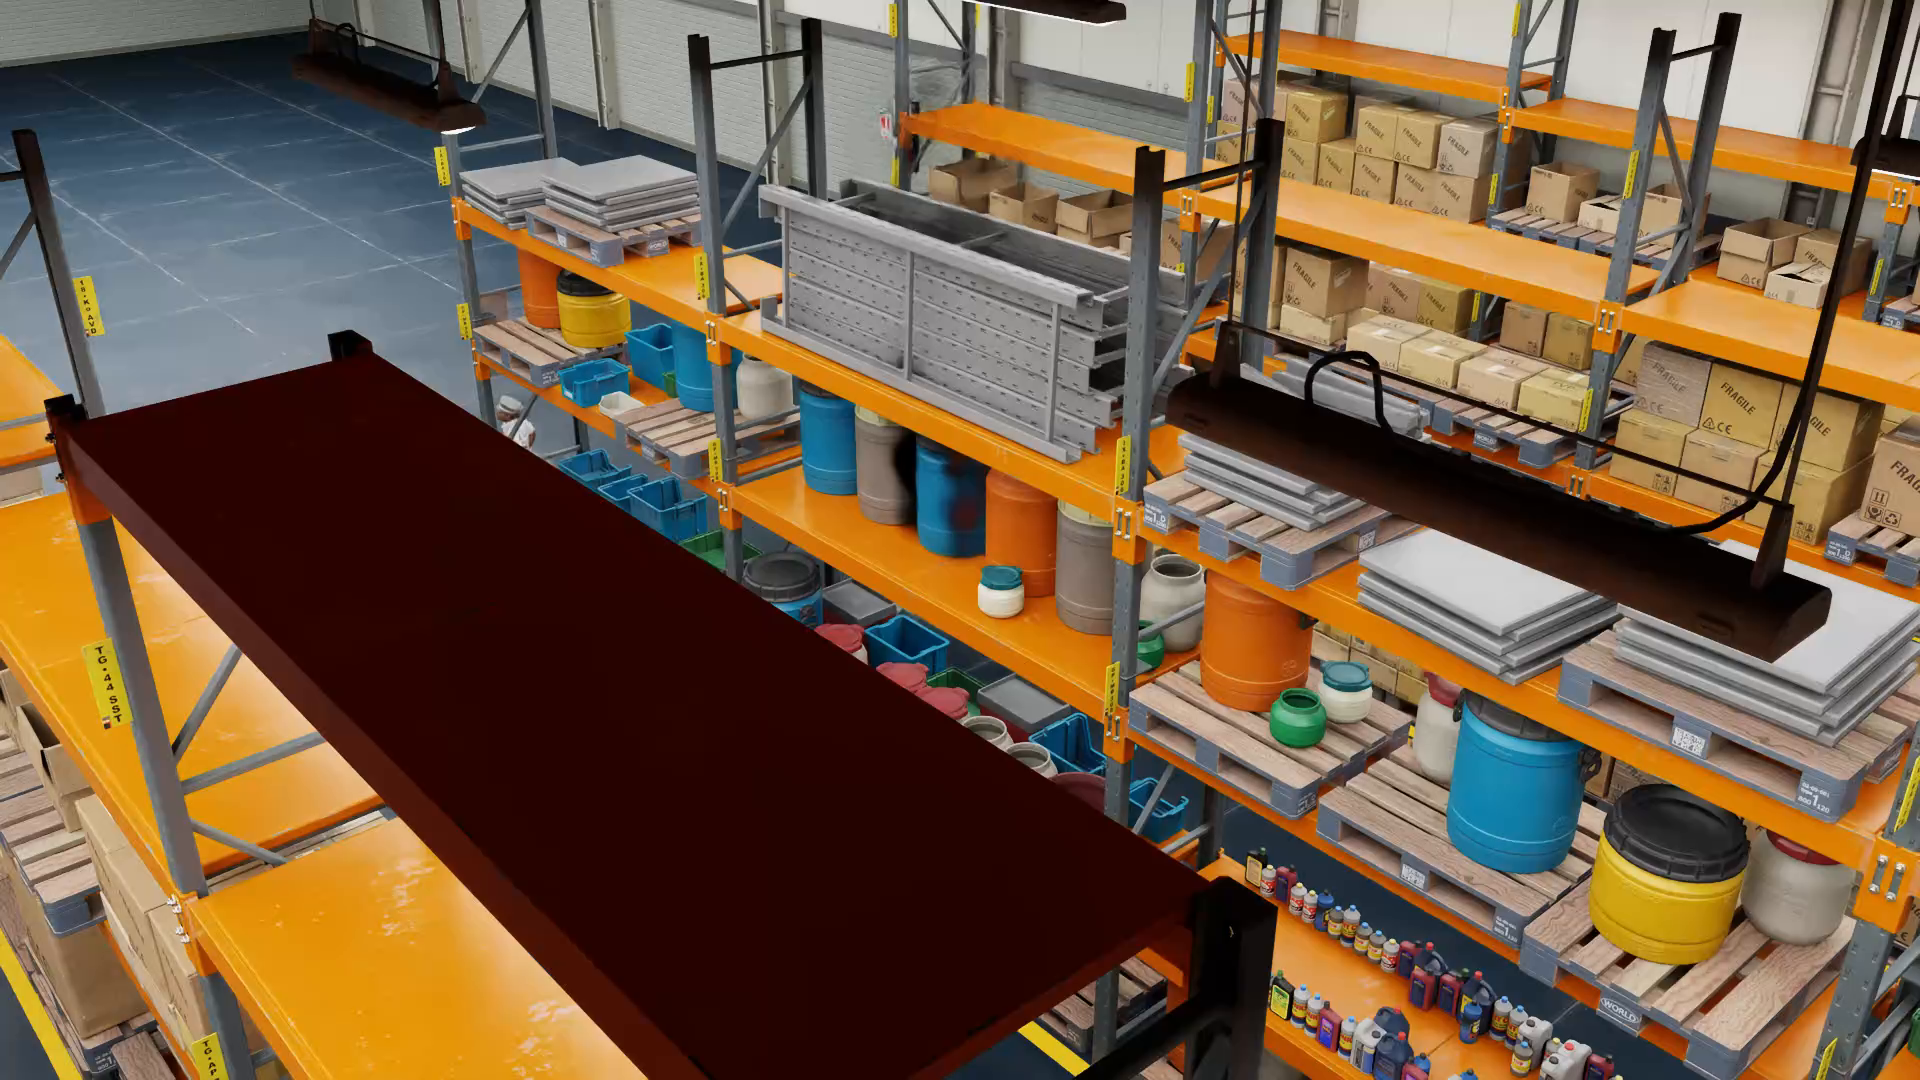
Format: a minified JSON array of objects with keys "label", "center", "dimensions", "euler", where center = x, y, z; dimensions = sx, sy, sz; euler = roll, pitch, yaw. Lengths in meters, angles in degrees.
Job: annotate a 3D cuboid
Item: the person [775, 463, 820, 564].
[{"label":"person","center":[-1.640,-0.268,16.122],"dimensions":[0.584,1.660,0.691],"euler":[15,31,27]}]
